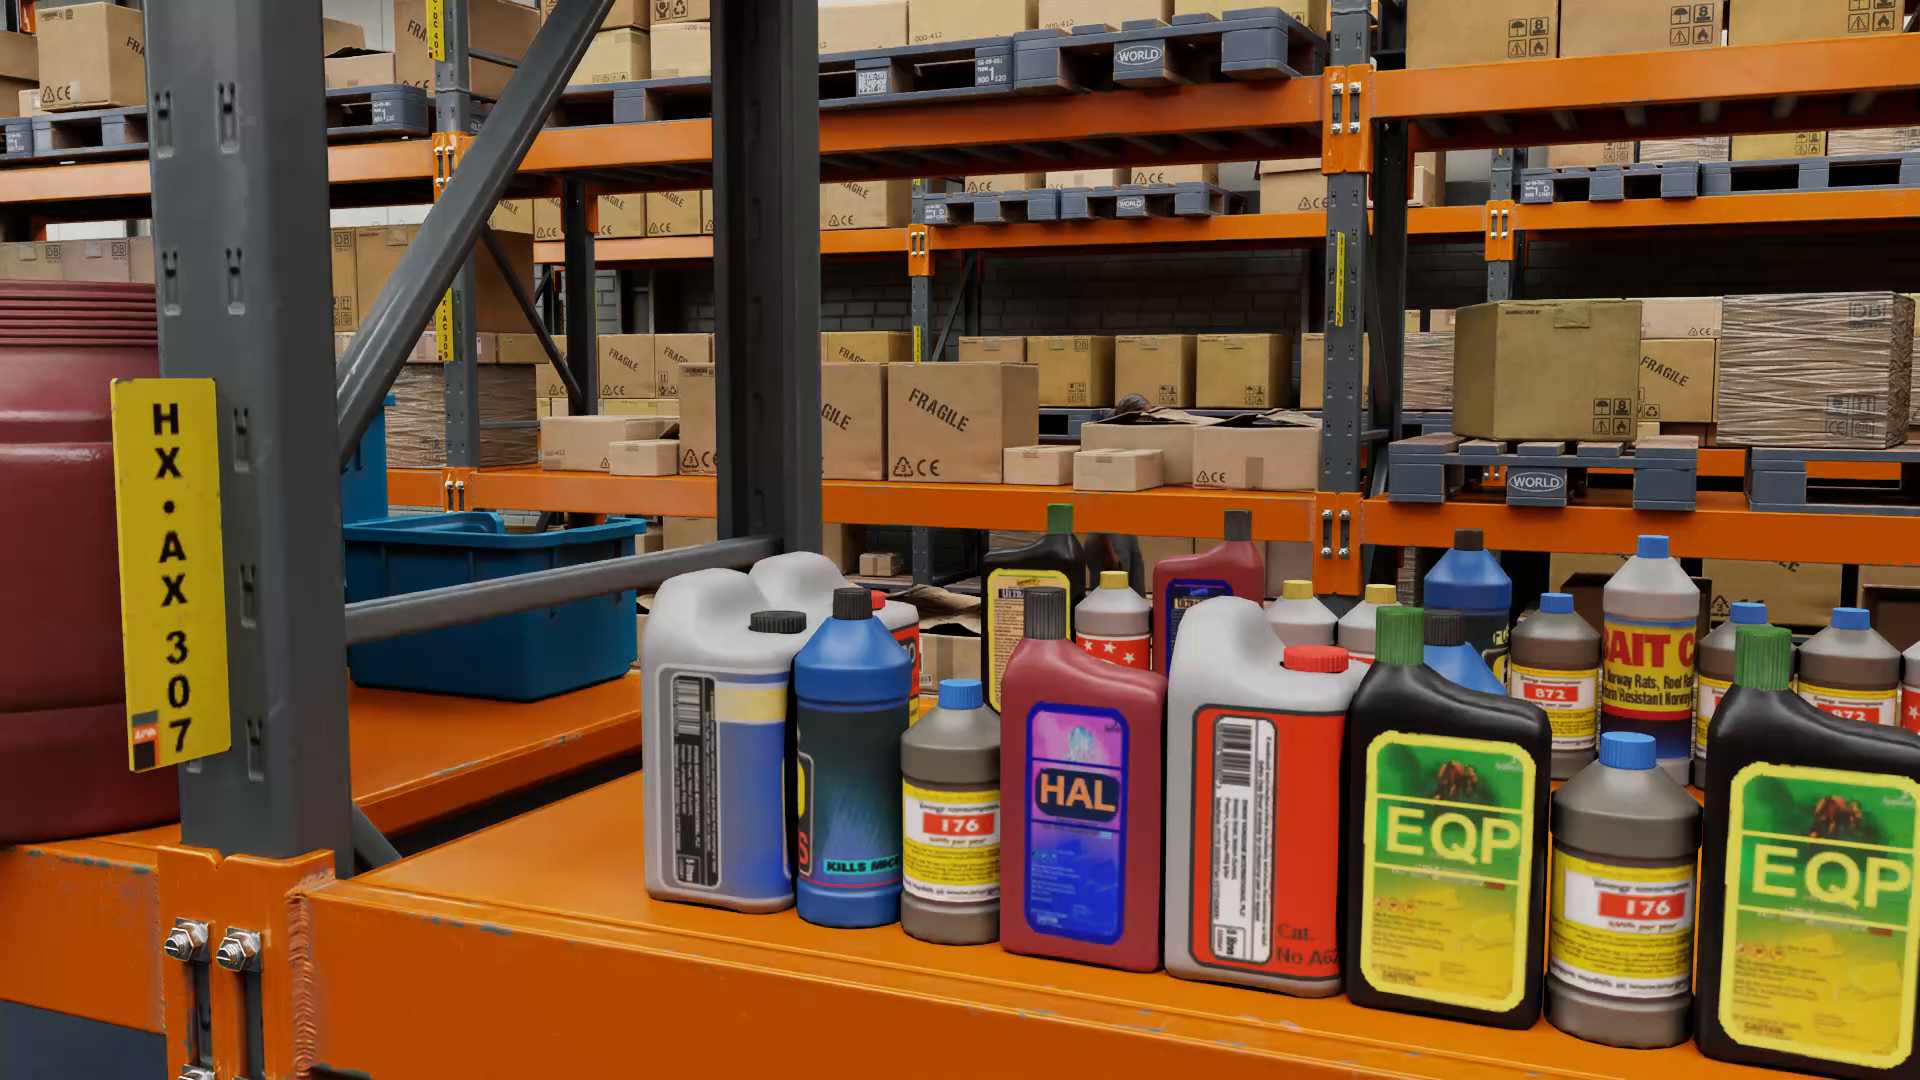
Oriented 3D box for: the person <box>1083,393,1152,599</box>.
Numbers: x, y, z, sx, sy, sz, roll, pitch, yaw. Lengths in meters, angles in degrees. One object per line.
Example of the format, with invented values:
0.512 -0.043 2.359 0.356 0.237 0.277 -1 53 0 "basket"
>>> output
0.857 0.055 8.748 0.391 1.655 0.509 2 6 23 "person"
